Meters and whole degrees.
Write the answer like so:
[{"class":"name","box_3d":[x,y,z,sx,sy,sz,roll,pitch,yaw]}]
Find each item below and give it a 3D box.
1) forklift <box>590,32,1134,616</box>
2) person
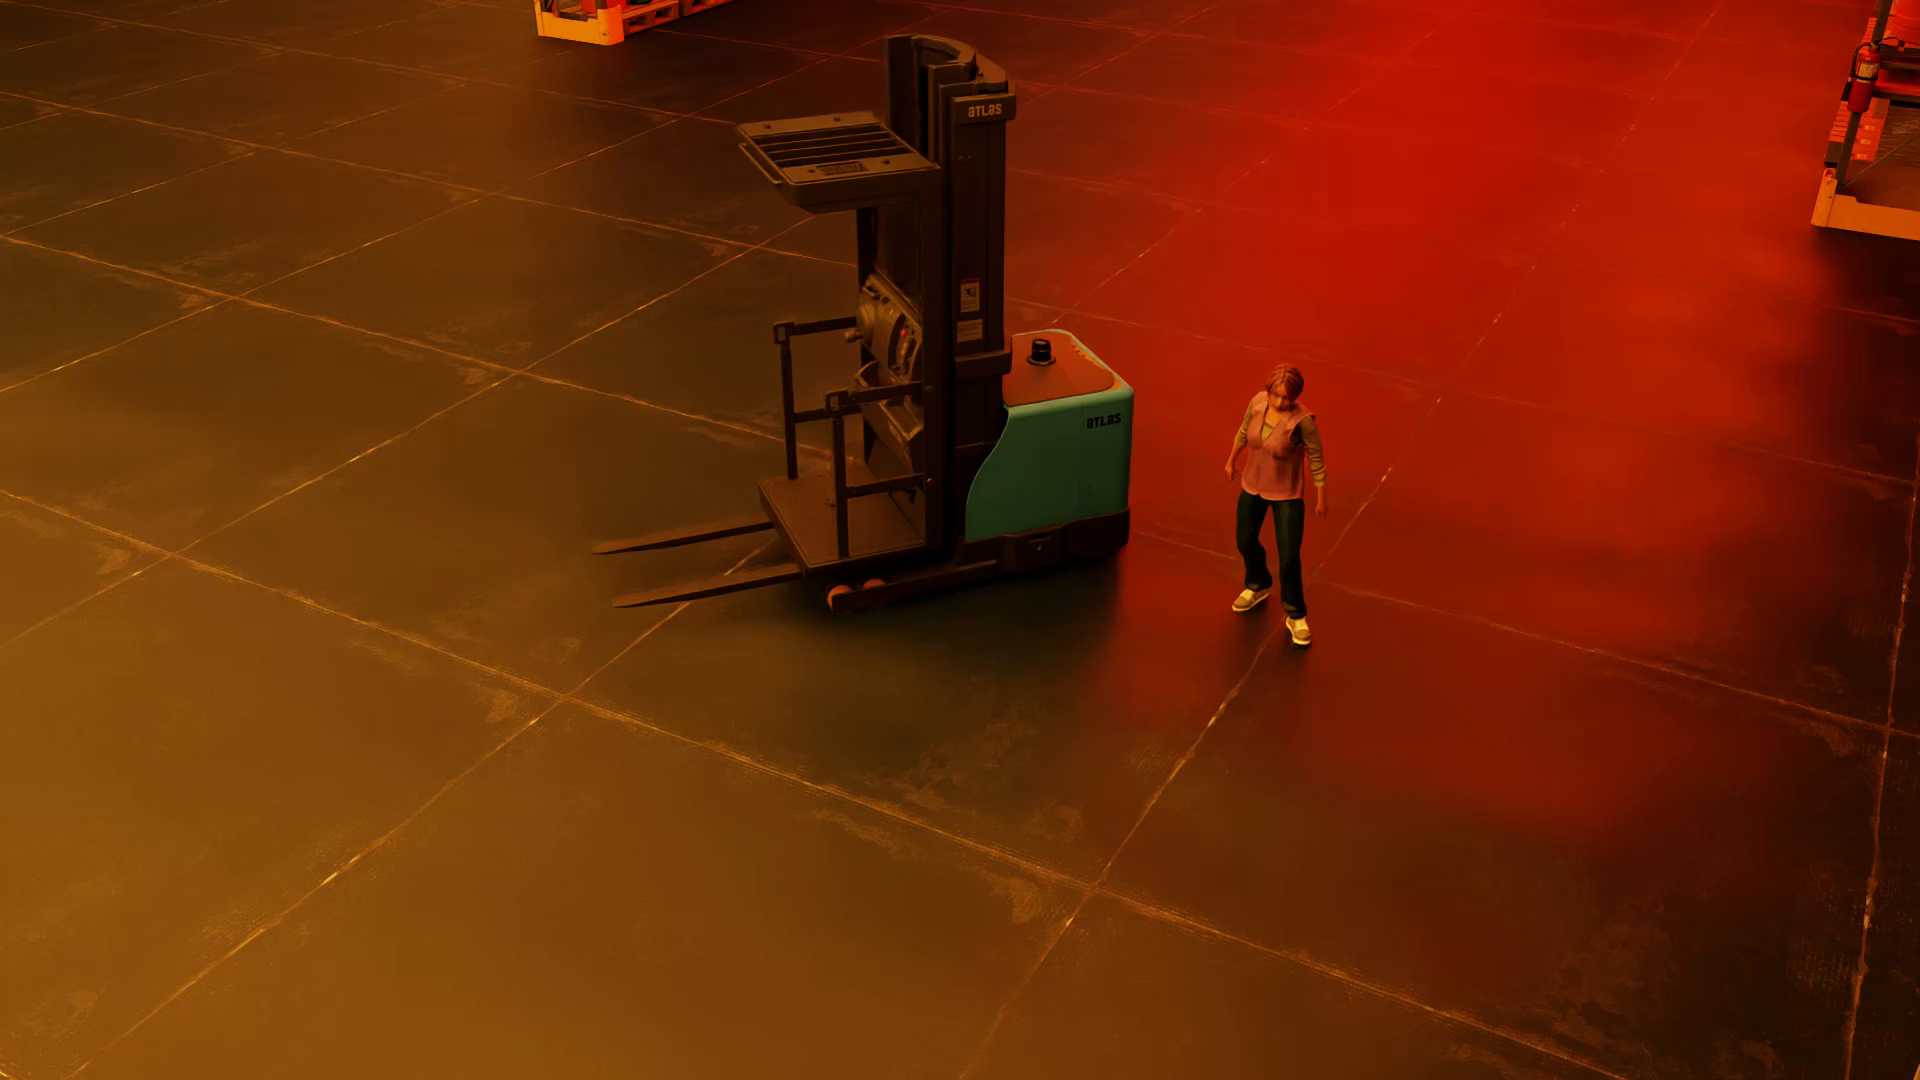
[{"class":"forklift","box_3d":[-0.575,-1.147,9.058,3.031,2.935,1.130,-11,32,-18]},{"class":"person","box_3d":[1.695,-0.250,8.897,0.731,1.568,0.399,25,38,36]}]
